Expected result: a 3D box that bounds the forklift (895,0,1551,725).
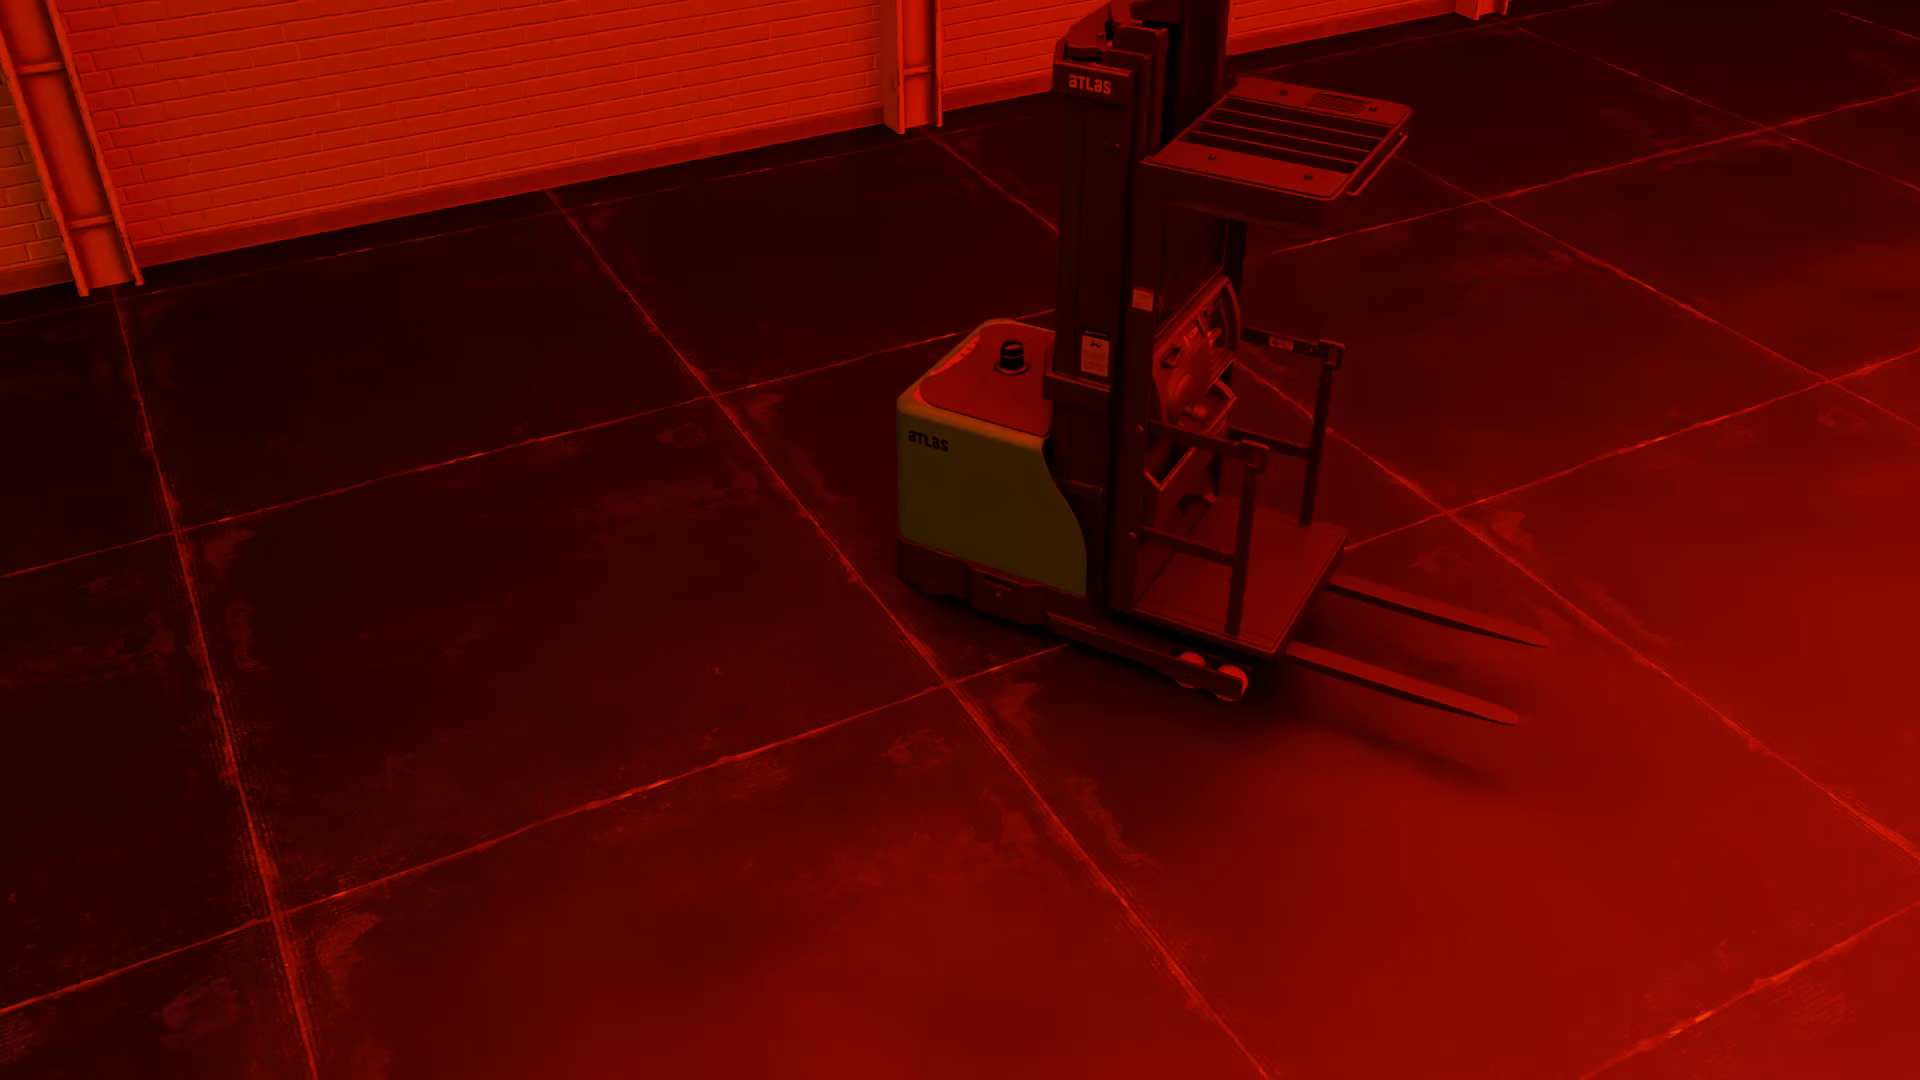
[{"bbox_3d":[1.224,-0.810,7.268,3.031,2.935,1.130,18,39,23],"label":"forklift"}]
